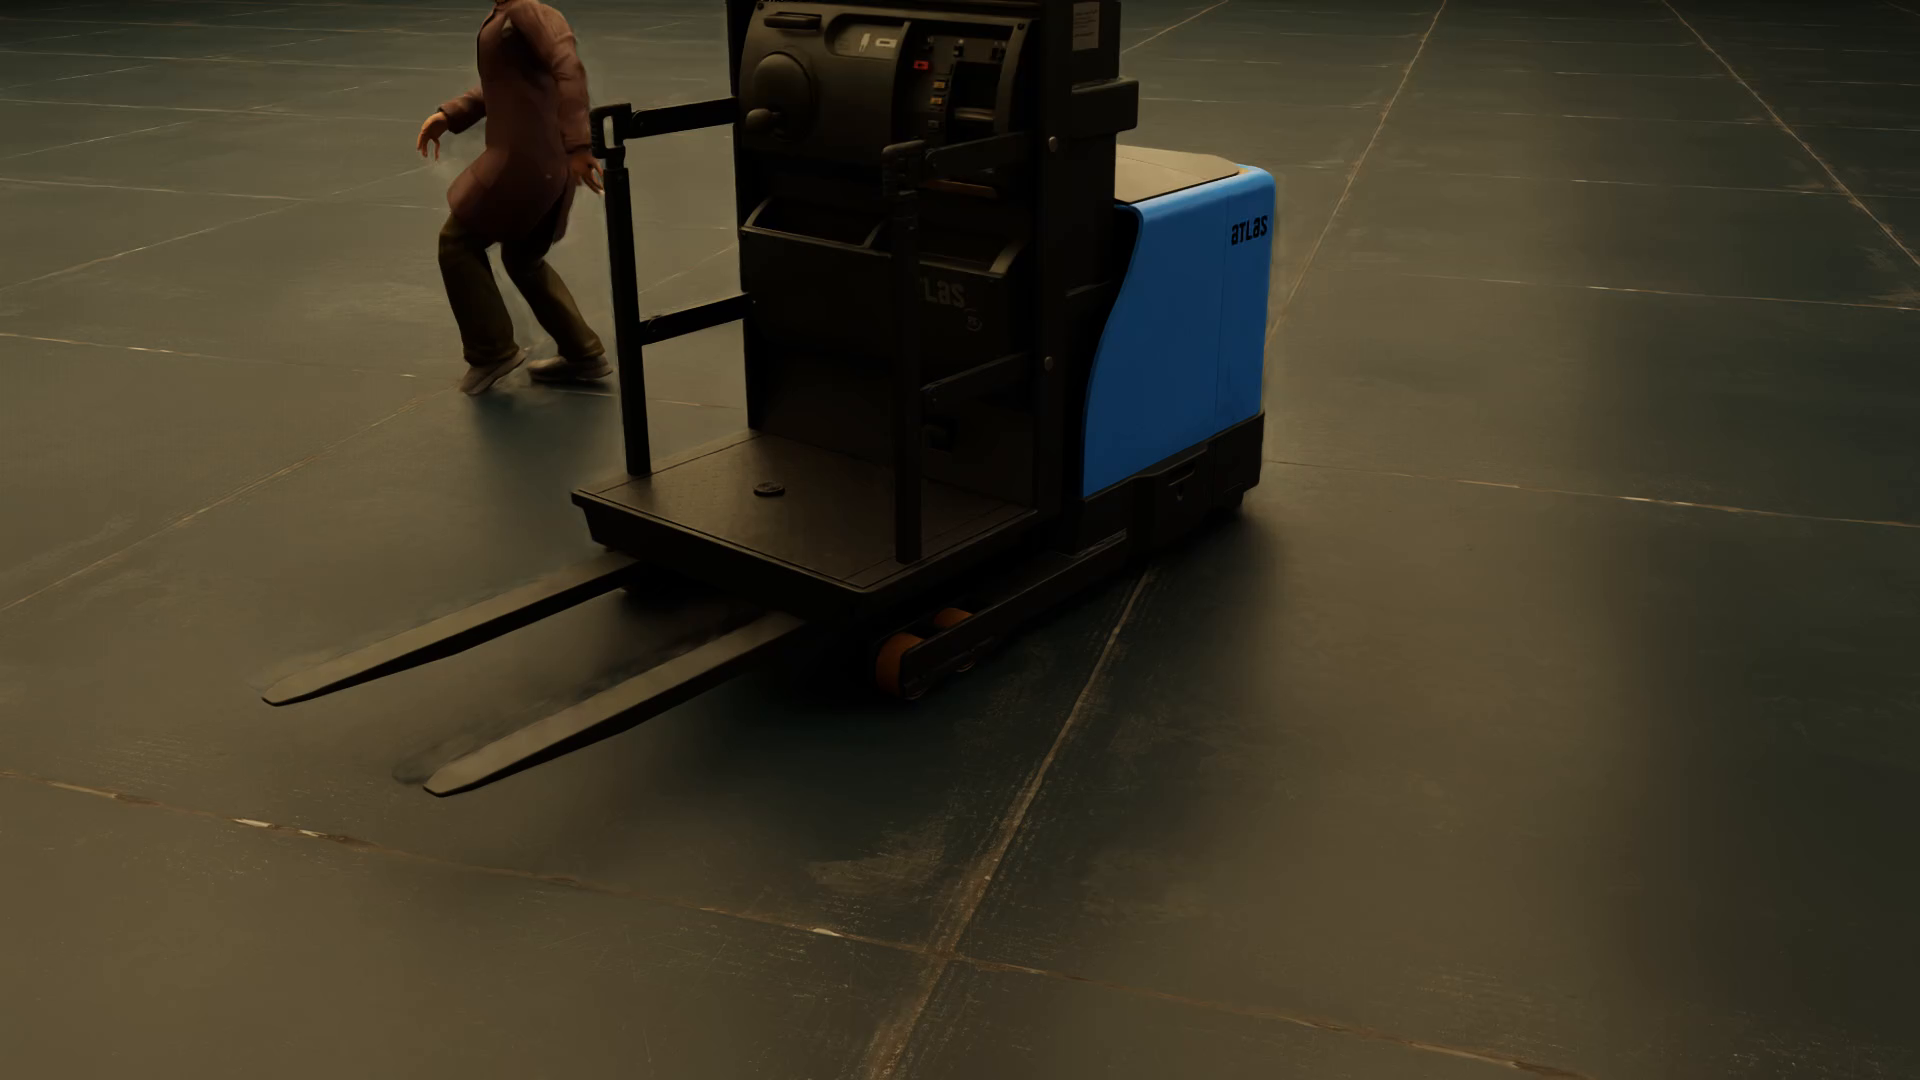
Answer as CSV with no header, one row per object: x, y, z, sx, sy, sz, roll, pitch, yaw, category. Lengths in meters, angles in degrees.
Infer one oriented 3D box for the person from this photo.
-1.642,-1.377,6.305,0.825,1.784,0.689,3,23,6,person

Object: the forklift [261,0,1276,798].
-0.343,-1.169,4.112,1.130,2.935,3.031,17,28,36,forklift
